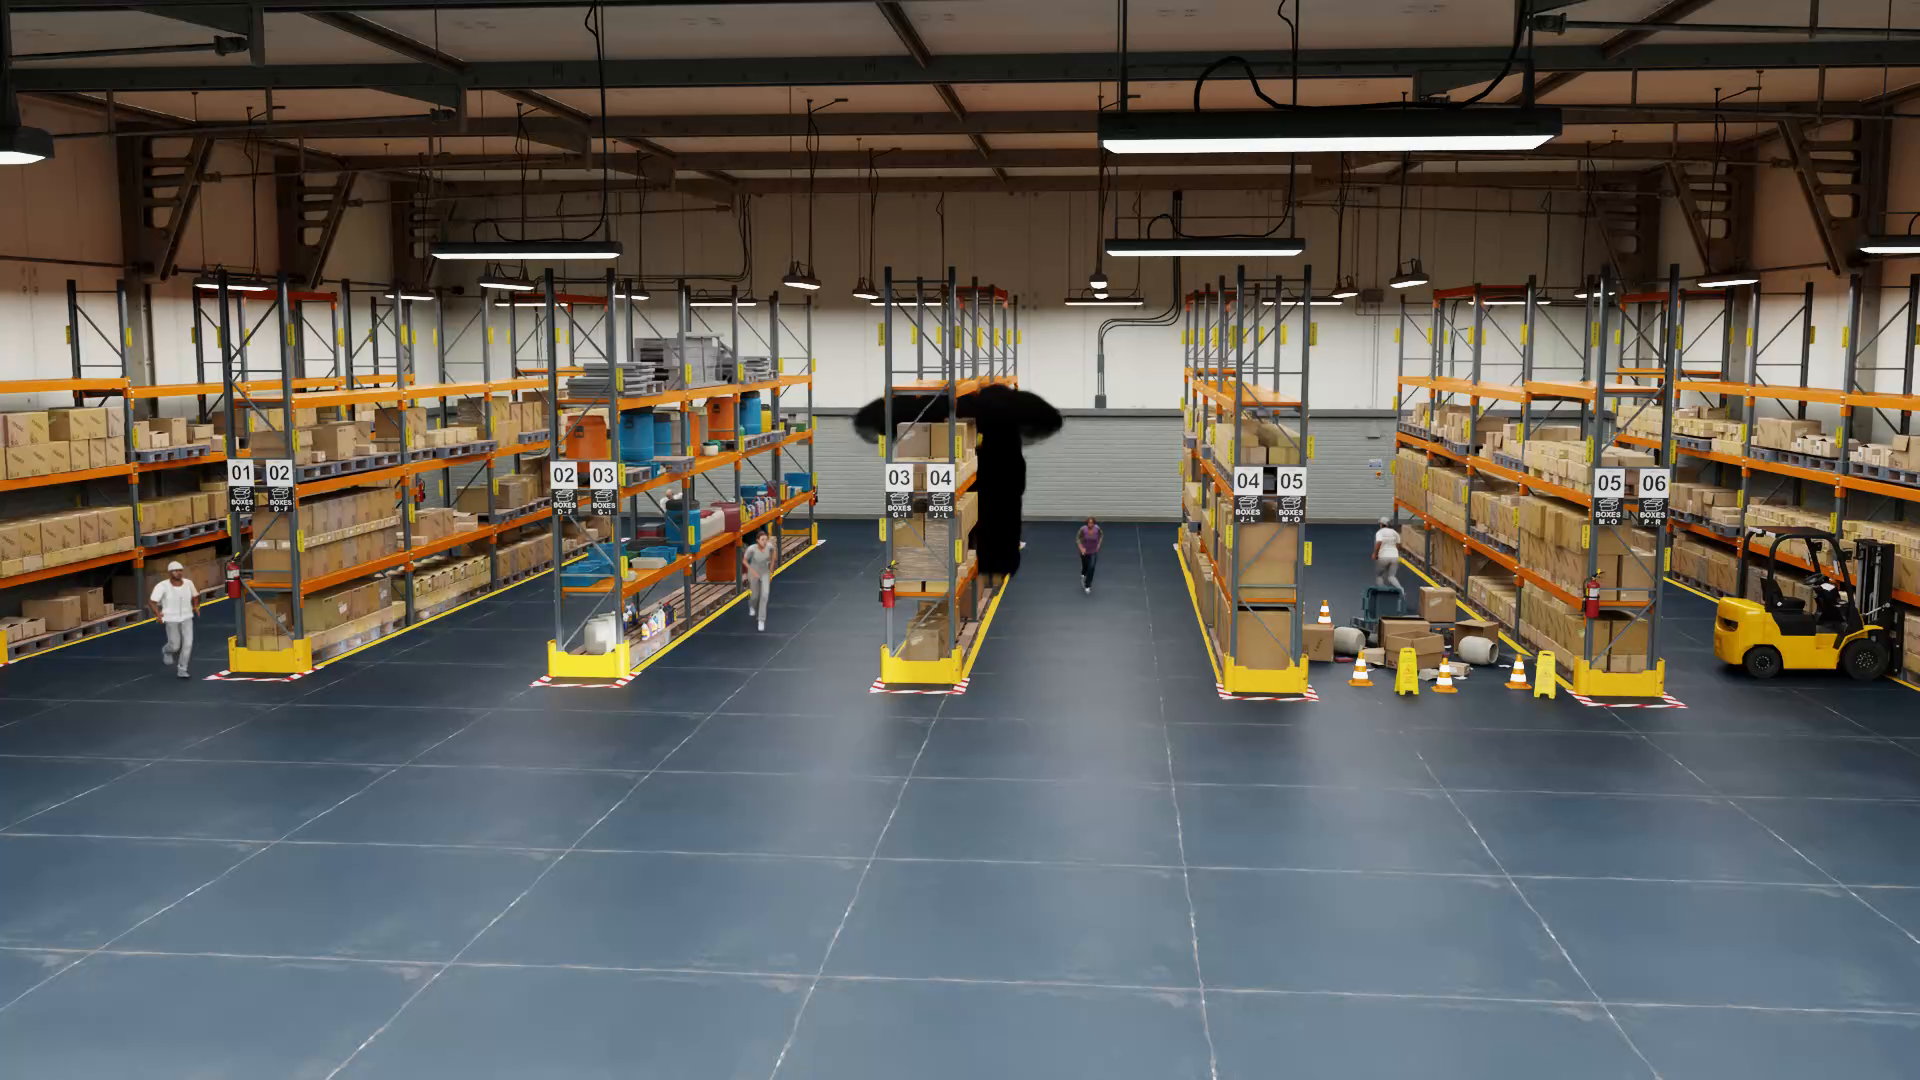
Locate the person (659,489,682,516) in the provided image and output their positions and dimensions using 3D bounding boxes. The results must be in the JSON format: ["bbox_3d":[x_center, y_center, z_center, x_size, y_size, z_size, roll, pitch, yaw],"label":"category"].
[{"bbox_3d":[-6.663,-0.409,38.934,0.722,1.361,1.054,-1,7,-5],"label":"person"}]

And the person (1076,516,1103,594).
[{"bbox_3d":[2.540,0.275,32.947,0.549,1.537,0.867,-1,7,-8],"label":"person"}]

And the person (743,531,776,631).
[{"bbox_3d":[-3.354,0.623,27.619,0.588,1.624,0.998,-3,8,-22],"label":"person"}]

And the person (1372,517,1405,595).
[{"bbox_3d":[8.141,0.389,31.503,0.602,1.625,0.787,-2,7,-15],"label":"person"}]

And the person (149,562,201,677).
[{"bbox_3d":[-11.630,1.167,24.676,0.706,1.724,0.721,-6,9,-42],"label":"person"}]
